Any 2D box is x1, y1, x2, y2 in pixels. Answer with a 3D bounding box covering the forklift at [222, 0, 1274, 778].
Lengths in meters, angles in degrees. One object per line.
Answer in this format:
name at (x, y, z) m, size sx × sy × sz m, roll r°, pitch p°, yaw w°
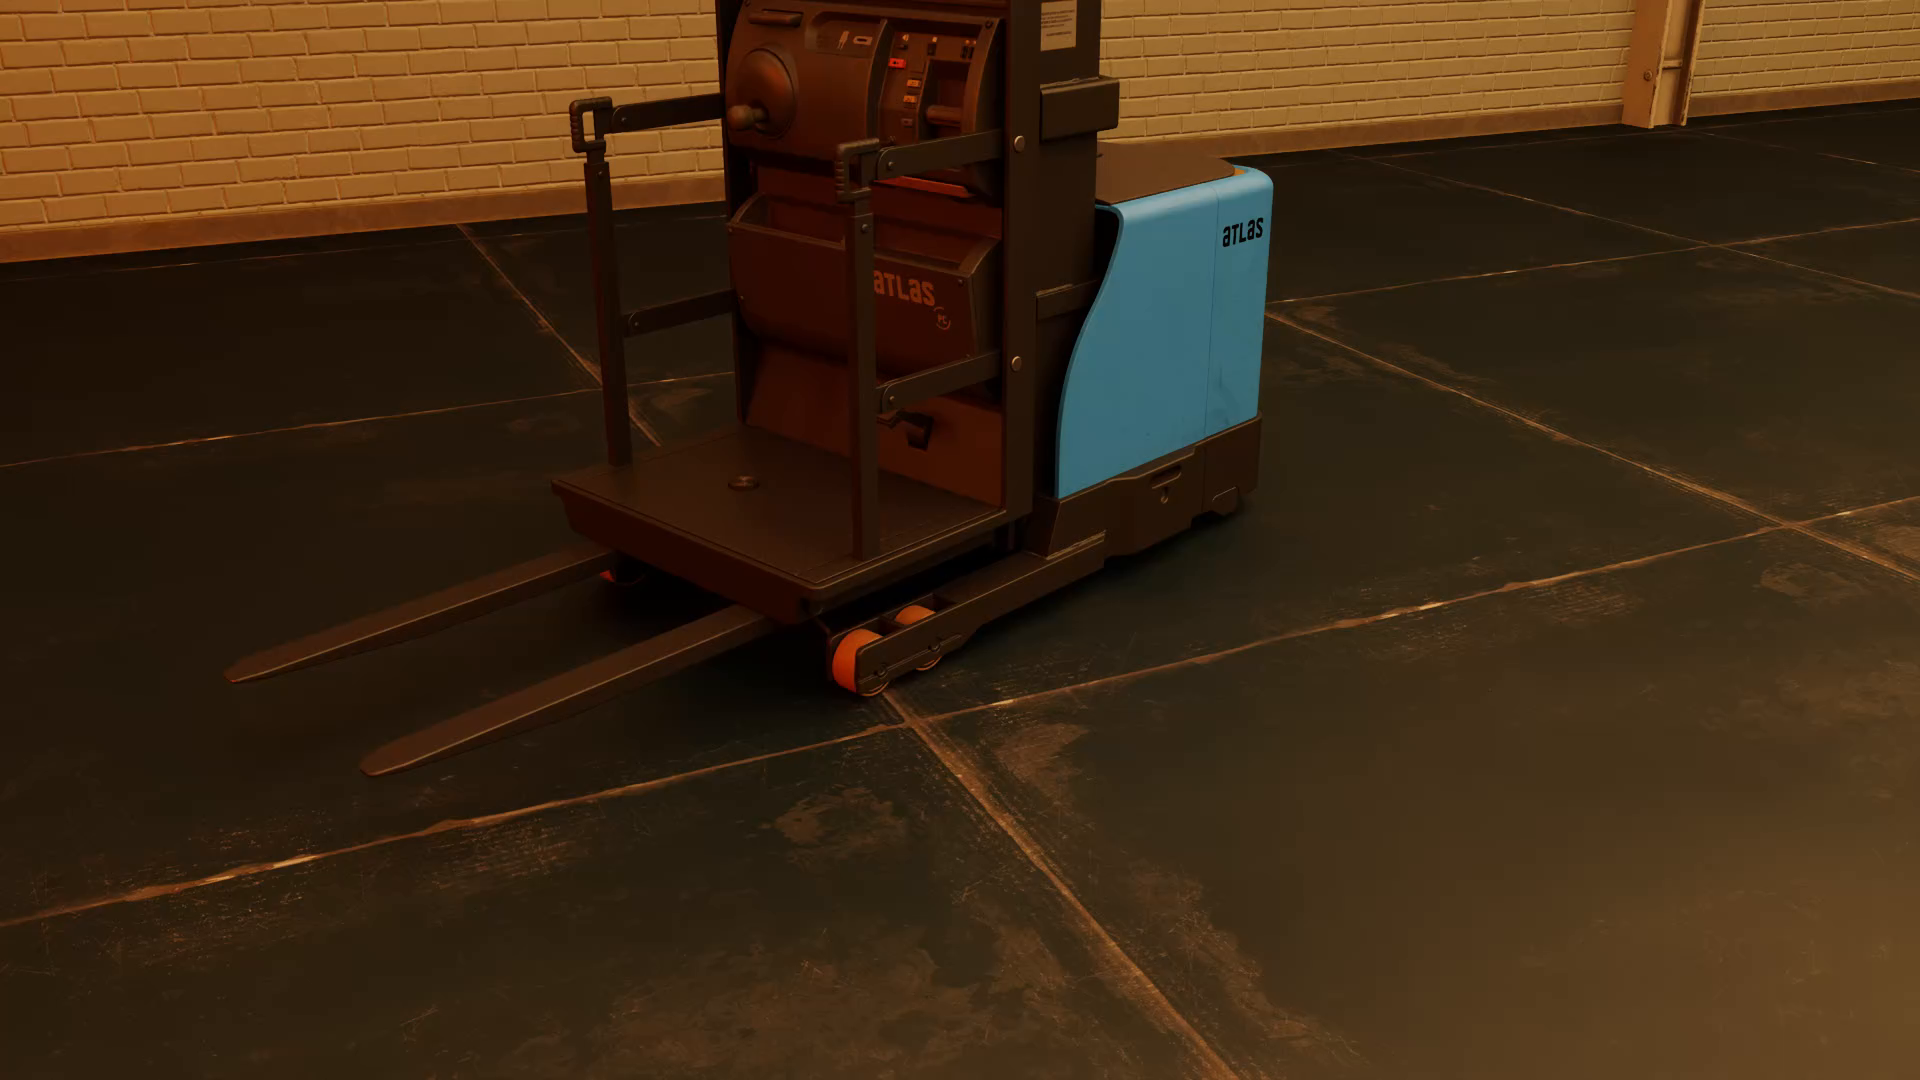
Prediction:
forklift at (-0.413, -1.182, 4.131) m, size 1.130 × 2.935 × 3.031 m, roll 19°, pitch 29°, yaw 39°
